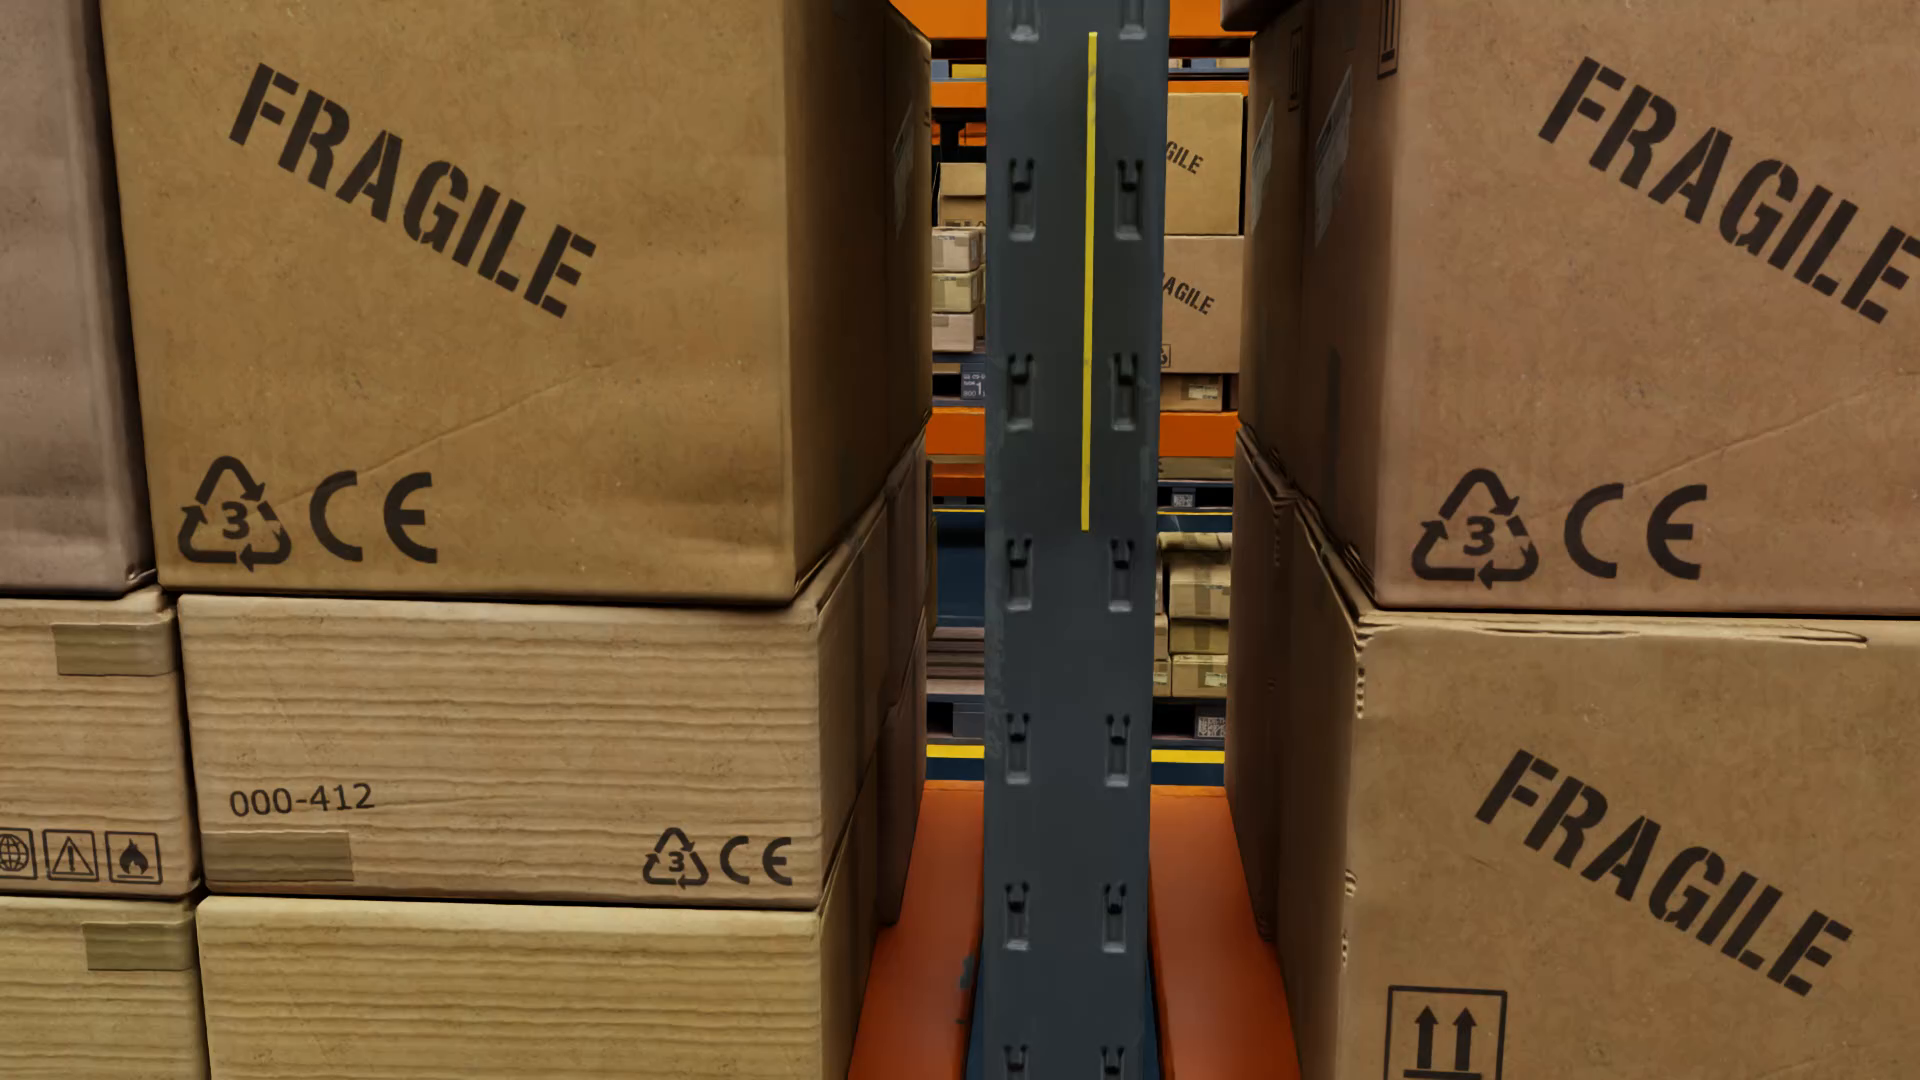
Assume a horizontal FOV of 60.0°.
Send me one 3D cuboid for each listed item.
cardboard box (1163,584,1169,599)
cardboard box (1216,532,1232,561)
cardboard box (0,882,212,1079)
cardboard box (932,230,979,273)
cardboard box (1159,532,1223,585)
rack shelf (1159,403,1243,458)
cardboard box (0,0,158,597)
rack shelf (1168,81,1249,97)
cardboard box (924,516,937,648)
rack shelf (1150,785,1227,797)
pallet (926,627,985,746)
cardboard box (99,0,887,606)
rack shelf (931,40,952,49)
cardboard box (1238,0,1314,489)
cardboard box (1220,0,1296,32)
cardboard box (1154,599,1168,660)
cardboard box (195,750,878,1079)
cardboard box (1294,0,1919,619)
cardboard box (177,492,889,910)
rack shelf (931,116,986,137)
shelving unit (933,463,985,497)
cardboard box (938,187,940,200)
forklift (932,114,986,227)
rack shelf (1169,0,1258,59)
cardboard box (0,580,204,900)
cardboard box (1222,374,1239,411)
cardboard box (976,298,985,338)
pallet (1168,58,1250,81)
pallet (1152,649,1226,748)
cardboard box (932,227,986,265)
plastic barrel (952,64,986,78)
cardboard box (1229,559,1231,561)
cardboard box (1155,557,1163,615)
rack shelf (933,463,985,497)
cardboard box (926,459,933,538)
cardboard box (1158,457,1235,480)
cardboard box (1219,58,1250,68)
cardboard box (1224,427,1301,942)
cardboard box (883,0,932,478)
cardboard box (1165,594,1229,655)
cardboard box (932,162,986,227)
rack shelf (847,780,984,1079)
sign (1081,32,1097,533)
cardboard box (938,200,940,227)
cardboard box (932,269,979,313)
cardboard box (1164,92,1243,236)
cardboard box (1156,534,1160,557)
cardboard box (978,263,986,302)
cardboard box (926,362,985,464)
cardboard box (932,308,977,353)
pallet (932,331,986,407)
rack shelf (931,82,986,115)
[{"bbox_3d":[0.951,0.216,7.122,0.250,0.149,0.380,0,12,1],"label":"cardboard box"},{"bbox_3d":[1.223,0.078,7.051,0.250,0.149,0.380,1,12,3],"label":"cardboard box"},{"bbox_3d":[-0.858,0.355,1.611,0.500,0.250,0.500,1,12,3],"label":"cardboard box"},{"bbox_3d":[-0.069,-1.109,6.377,0.250,0.149,0.380,1,12,6],"label":"cardboard box"},{"bbox_3d":[0.974,0.077,7.060,0.250,0.149,0.380,1,12,4],"label":"cardboard box"},{"bbox_3d":[2.506,-1.610,8.795,4.006,1.845,5.958,1,12,4],"label":"rack shelf"},{"bbox_3d":[-0.865,-0.255,1.477,0.500,0.500,0.500,1,12,5],"label":"cardboard box"},{"bbox_3d":[2.772,-2.870,11.093,4.000,0.370,1.077,1,12,4],"label":"rack shelf"},{"bbox_3d":[-0.375,0.184,7.140,0.500,0.500,0.500,1,12,6],"label":"cardboard box"},{"bbox_3d":[2.110,0.623,1.721,4.000,0.370,1.077,1,12,4],"label":"rack shelf"},{"bbox_3d":[-0.433,0.585,6.954,1.213,0.211,1.003,1,12,4],"label":"pallet"},{"bbox_3d":[-0.348,-0.250,1.450,0.500,0.500,0.500,1,12,6],"label":"cardboard box"},{"bbox_3d":[-1.651,-2.008,6.497,3.809,0.124,0.919,1,12,4],"label":"rack shelf"},{"bbox_3d":[0.604,-0.345,1.905,0.500,0.500,0.500,1,12,3],"label":"cardboard box"},{"bbox_3d":[0.443,-0.673,1.890,0.250,0.149,0.380,1,12,3],"label":"cardboard box"},{"bbox_3d":[0.685,0.345,6.502,0.250,0.149,0.380,1,12,6],"label":"cardboard box"},{"bbox_3d":[-0.350,0.362,1.577,0.500,0.250,0.500,1,12,2],"label":"cardboard box"},{"bbox_3d":[0.573,-0.239,1.398,0.500,0.500,0.500,1,12,4],"label":"cardboard box"},{"bbox_3d":[-0.342,0.116,1.534,0.500,0.250,0.500,1,12,4],"label":"cardboard box"},{"bbox_3d":[-0.888,-3.936,16.191,4.000,0.370,1.077,1,12,4],"label":"rack shelf"},{"bbox_3d":[0.007,-0.550,10.152,1.048,1.125,0.538,1,12,4],"label":"shelving unit"},{"bbox_3d":[-0.241,-5.365,25.740,0.500,0.250,0.500,1,12,3],"label":"cardboard box"},{"bbox_3d":[0.304,-2.394,14.555,1.130,2.935,3.031,1,12,4],"label":"forklift"},{"bbox_3d":[2.340,-1.858,6.255,4.000,0.370,1.077,1,12,4],"label":"rack shelf"},{"bbox_3d":[-0.841,0.110,1.560,0.500,0.250,0.500,1,12,5],"label":"cardboard box"},{"bbox_3d":[1.137,-0.594,6.397,0.250,0.149,0.380,0,12,1],"label":"cardboard box"},{"bbox_3d":[-0.018,-0.951,7.077,0.250,0.149,0.380,0,12,1],"label":"cardboard box"},{"bbox_3d":[1.592,-3.193,11.095,1.213,0.211,1.003,1,12,4],"label":"pallet"},{"bbox_3d":[1.017,0.598,6.896,1.213,0.211,1.003,1,12,4],"label":"pallet"},{"bbox_3d":[-0.018,-1.242,7.016,0.250,0.149,0.380,1,12,7],"label":"cardboard box"},{"bbox_3d":[0.183,-4.530,15.786,0.600,0.588,0.600,0,12,0],"label":"plastic barrel"},{"bbox_3d":[1.201,0.186,6.538,0.250,0.149,0.380,1,12,3],"label":"cardboard box"},{"bbox_3d":[0.674,0.176,6.583,0.250,0.149,0.380,1,12,6],"label":"cardboard box"},{"bbox_3d":[0.007,-0.311,10.203,1.000,0.278,0.538,1,12,4],"label":"rack shelf"},{"bbox_3d":[-0.375,-0.182,7.062,0.500,0.250,0.500,0,12,1],"label":"cardboard box"},{"bbox_3d":[1.430,-0.921,11.510,0.875,0.875,0.875,1,12,4],"label":"cardboard box"},{"bbox_3d":[3.428,-5.795,20.635,0.500,0.500,0.700,1,12,4],"label":"cardboard box"},{"bbox_3d":[0.594,0.149,1.988,0.500,0.500,0.500,1,12,4],"label":"cardboard box"},{"bbox_3d":[-0.305,-0.360,1.975,0.500,0.500,0.500,1,12,4],"label":"cardboard box"},{"bbox_3d":[0.943,0.330,6.573,0.250,0.149,0.380,1,12,4],"label":"cardboard box"},{"bbox_3d":[0.139,-2.328,11.378,0.637,0.503,0.797,0,12,2],"label":"cardboard box"},{"bbox_3d":[-1.881,0.568,1.983,4.000,0.370,1.077,1,12,4],"label":"rack shelf"},{"bbox_3d":[0.088,-0.174,1.137,0.005,0.325,0.100,1,12,4],"label":"sign"},{"bbox_3d":[-0.325,-4.071,21.133,0.500,0.500,0.700,-2,12,-11],"label":"cardboard box"},{"bbox_3d":[-0.066,-0.963,6.405,0.250,0.149,0.380,1,12,5],"label":"cardboard box"},{"bbox_3d":[0.778,-1.397,6.209,0.500,0.500,0.500,1,12,5],"label":"cardboard box"},{"bbox_3d":[0.717,0.081,7.038,0.250,0.149,0.380,1,12,5],"label":"cardboard box"},{"bbox_3d":[-0.018,-1.097,7.047,0.250,0.149,0.380,1,12,5],"label":"cardboard box"},{"bbox_3d":[0.137,-0.951,11.654,0.875,0.875,1.225,1,12,4],"label":"cardboard box"},{"bbox_3d":[-0.065,-0.817,6.435,0.250,0.149,0.380,1,12,2],"label":"cardboard box"},{"bbox_3d":[-0.409,-0.716,6.831,1.213,0.211,1.003,1,12,4],"label":"pallet"},{"bbox_3d":[-1.219,-2.925,11.354,4.000,0.370,1.077,1,12,4],"label":"rack shelf"}]
